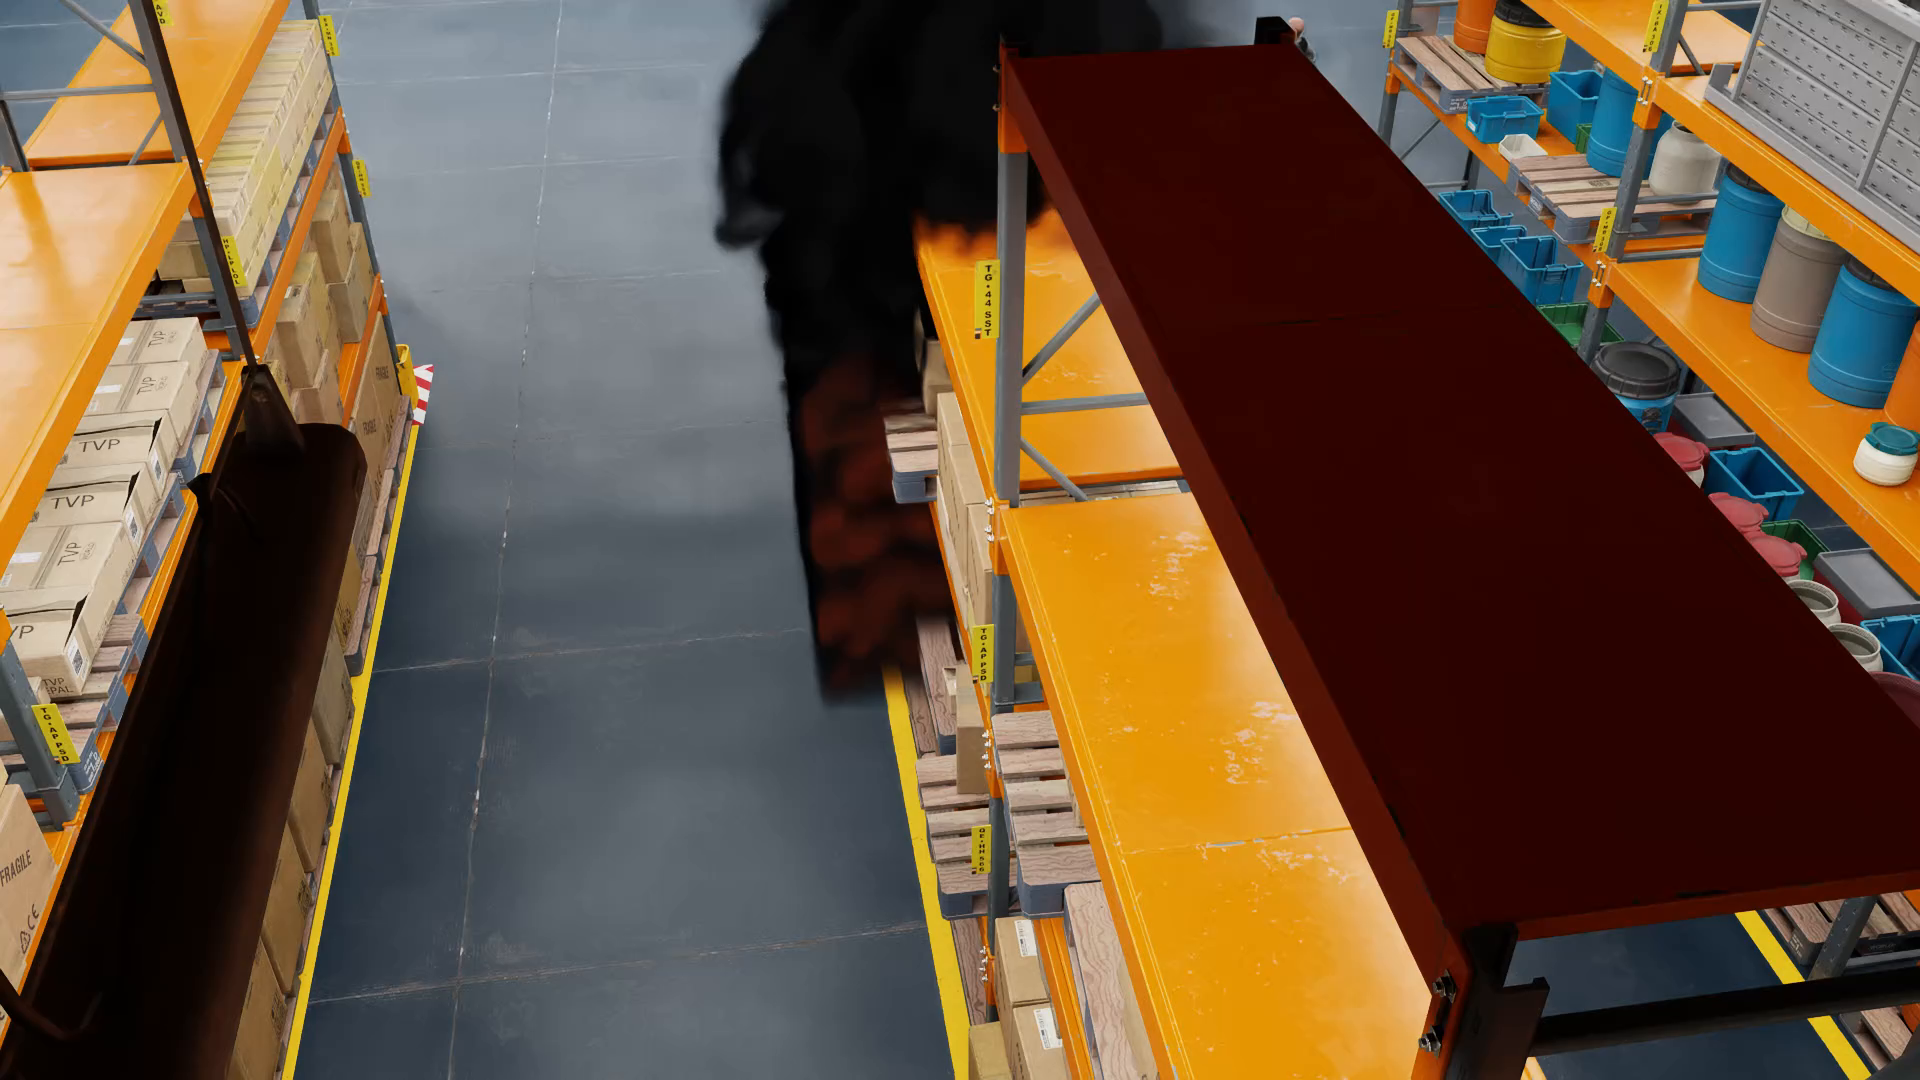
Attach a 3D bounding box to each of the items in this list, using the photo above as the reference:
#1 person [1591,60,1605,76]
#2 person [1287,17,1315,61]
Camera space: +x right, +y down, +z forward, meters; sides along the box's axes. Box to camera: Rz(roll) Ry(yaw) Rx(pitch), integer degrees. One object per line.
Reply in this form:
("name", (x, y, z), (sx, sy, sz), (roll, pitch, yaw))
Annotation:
("person", (6.924, -4.433, 18.100), (0.780, 1.695, 0.624), (11, 38, 15))
("person", (3.691, -5.085, 18.881), (0.967, 1.710, 0.653), (10, 37, 13))
